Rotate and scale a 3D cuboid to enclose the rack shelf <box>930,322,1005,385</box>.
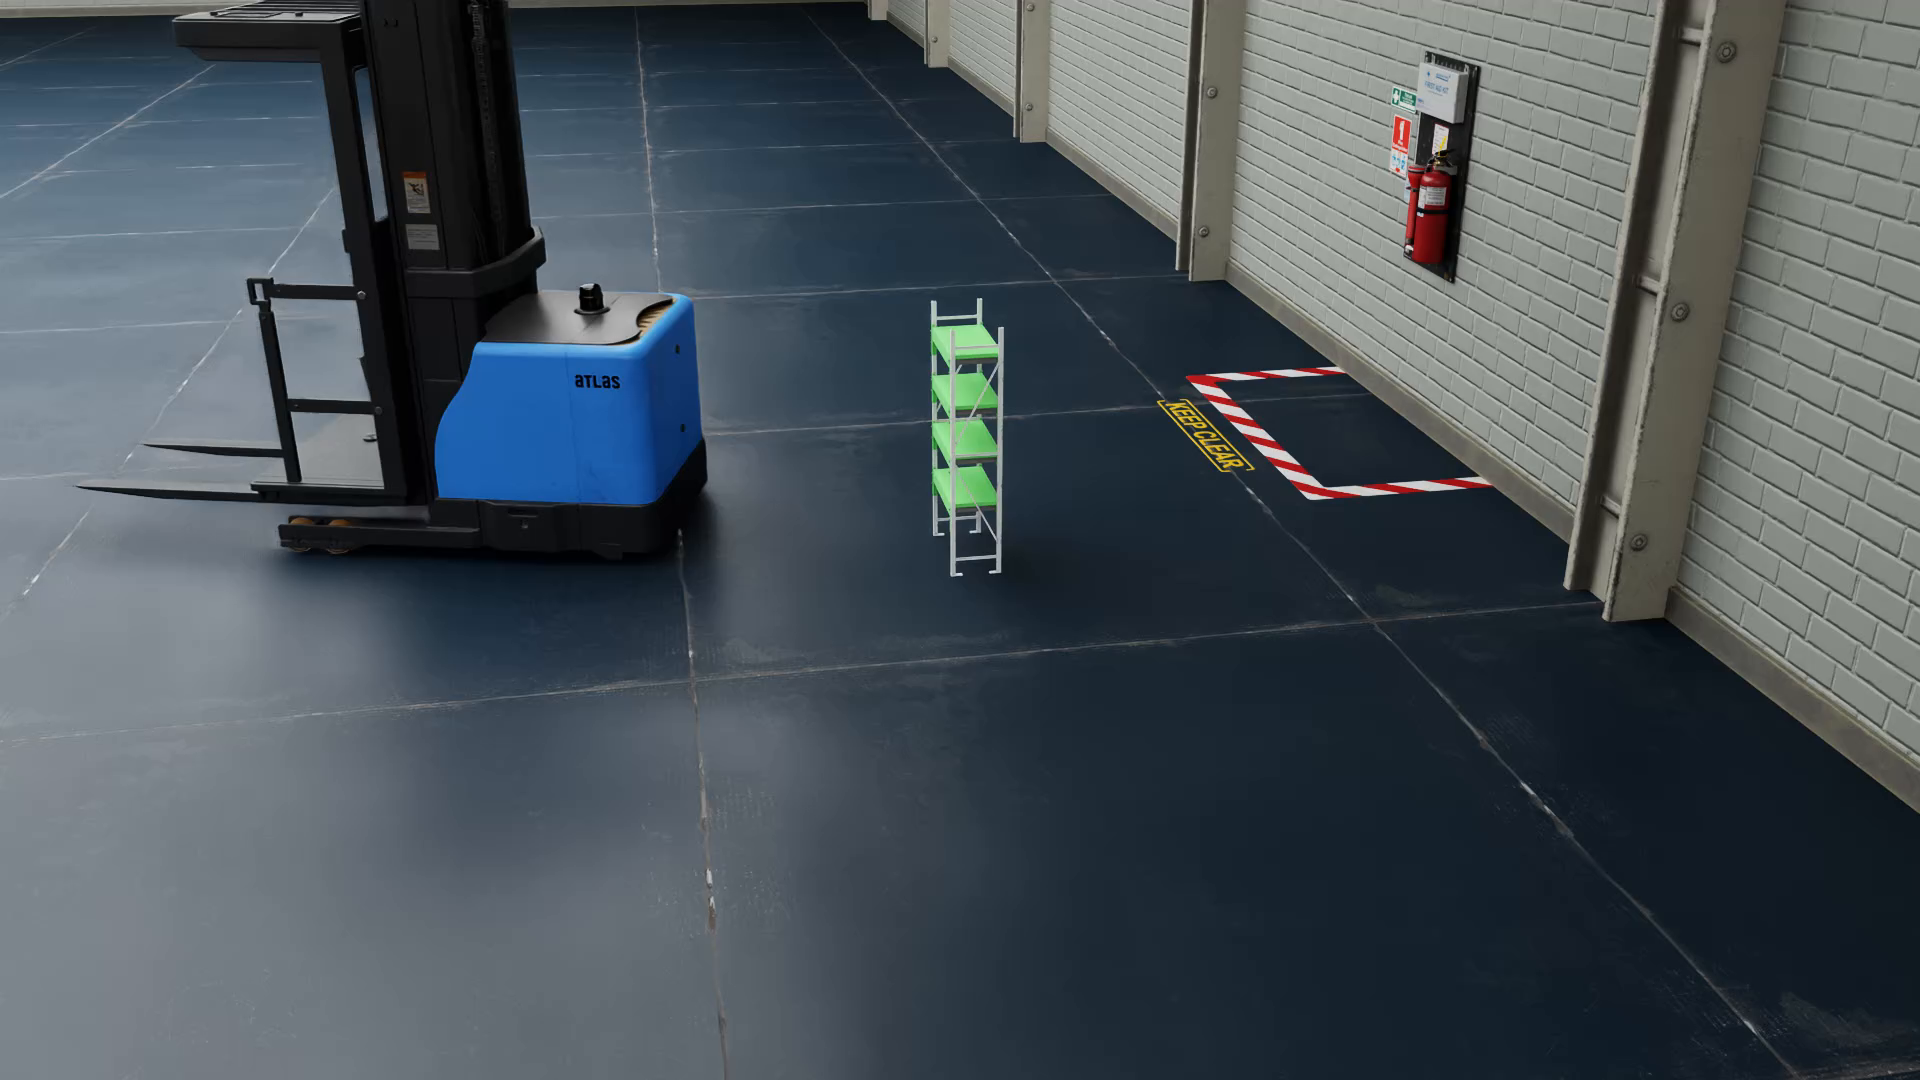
[{"bbox_3d":[0.031,-0.866,7.694,0.258,0.148,0.480,-4,24,-10],"label":"rack shelf"}]

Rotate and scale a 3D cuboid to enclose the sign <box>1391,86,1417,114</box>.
[{"bbox_3d":[2.575,-2.555,9.645,0.001,0.109,0.331,-4,24,-10],"label":"sign"}]

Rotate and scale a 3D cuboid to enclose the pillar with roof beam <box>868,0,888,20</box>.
[{"bbox_3d":[-5.665,-12.969,26.701,9.100,9.000,0.400,-4,24,-10],"label":"pillar with roof beam"}]

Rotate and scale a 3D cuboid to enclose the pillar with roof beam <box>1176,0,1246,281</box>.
[{"bbox_3d":[-2.337,-5.889,10.490,9.100,9.000,0.400,-4,24,-10],"label":"pillar with roof beam"}]

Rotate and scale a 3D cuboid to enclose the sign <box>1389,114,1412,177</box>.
[{"bbox_3d":[2.583,-2.314,9.757,0.001,0.329,0.234,-4,24,-10],"label":"sign"}]

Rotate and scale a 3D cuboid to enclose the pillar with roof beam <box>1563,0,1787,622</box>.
[{"bbox_3d":[-1.227,-3.529,5.086,9.100,9.000,0.400,-4,24,-10],"label":"pillar with roof beam"}]

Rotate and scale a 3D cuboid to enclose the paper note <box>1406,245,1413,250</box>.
[{"bbox_3d":[2.619,-1.744,9.596,0.016,0.148,0.142,-4,24,-10],"label":"paper note"}]

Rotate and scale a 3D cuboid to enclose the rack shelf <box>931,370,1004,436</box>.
[{"bbox_3d":[0.031,-0.646,7.790,0.258,0.148,0.480,-4,24,-10],"label":"rack shelf"}]

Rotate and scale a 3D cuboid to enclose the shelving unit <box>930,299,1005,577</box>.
[{"bbox_3d":[0.031,-0.485,7.861,0.258,1.200,0.503,-4,24,-10],"label":"shelving unit"}]

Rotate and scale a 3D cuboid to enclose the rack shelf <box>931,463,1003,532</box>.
[{"bbox_3d":[0.031,-0.206,7.982,0.258,0.148,0.480,-4,24,-10],"label":"rack shelf"}]

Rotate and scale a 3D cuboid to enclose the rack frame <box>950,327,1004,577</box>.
[{"bbox_3d":[0.076,-0.389,7.641,0.240,1.200,0.015,-4,24,-10],"label":"rack frame"}]

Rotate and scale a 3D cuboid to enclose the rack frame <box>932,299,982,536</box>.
[{"bbox_3d":[-0.015,-0.581,8.081,0.240,1.200,0.015,-4,24,-10],"label":"rack frame"}]

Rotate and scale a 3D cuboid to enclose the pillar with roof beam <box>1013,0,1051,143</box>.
[{"bbox_3d":[-3.446,-8.249,15.894,9.100,9.000,0.400,-4,24,-10],"label":"pillar with roof beam"}]

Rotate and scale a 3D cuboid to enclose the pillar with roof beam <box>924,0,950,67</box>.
[{"bbox_3d":[-4.556,-10.609,21.297,9.100,9.000,0.400,-4,24,-10],"label":"pillar with roof beam"}]

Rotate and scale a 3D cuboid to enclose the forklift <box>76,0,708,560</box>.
[{"bbox_3d":[-2.885,-1.481,7.980,3.031,2.935,1.130,2,24,5],"label":"forklift"}]

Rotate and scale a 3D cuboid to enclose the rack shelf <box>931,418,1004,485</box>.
[{"bbox_3d":[0.031,-0.426,7.886,0.258,0.148,0.480,-4,24,-10],"label":"rack shelf"}]

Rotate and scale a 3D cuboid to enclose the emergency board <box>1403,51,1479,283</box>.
[{"bbox_3d":[2.584,-2.073,9.249,0.194,1.169,0.643,-4,24,-10],"label":"emergency board"}]
